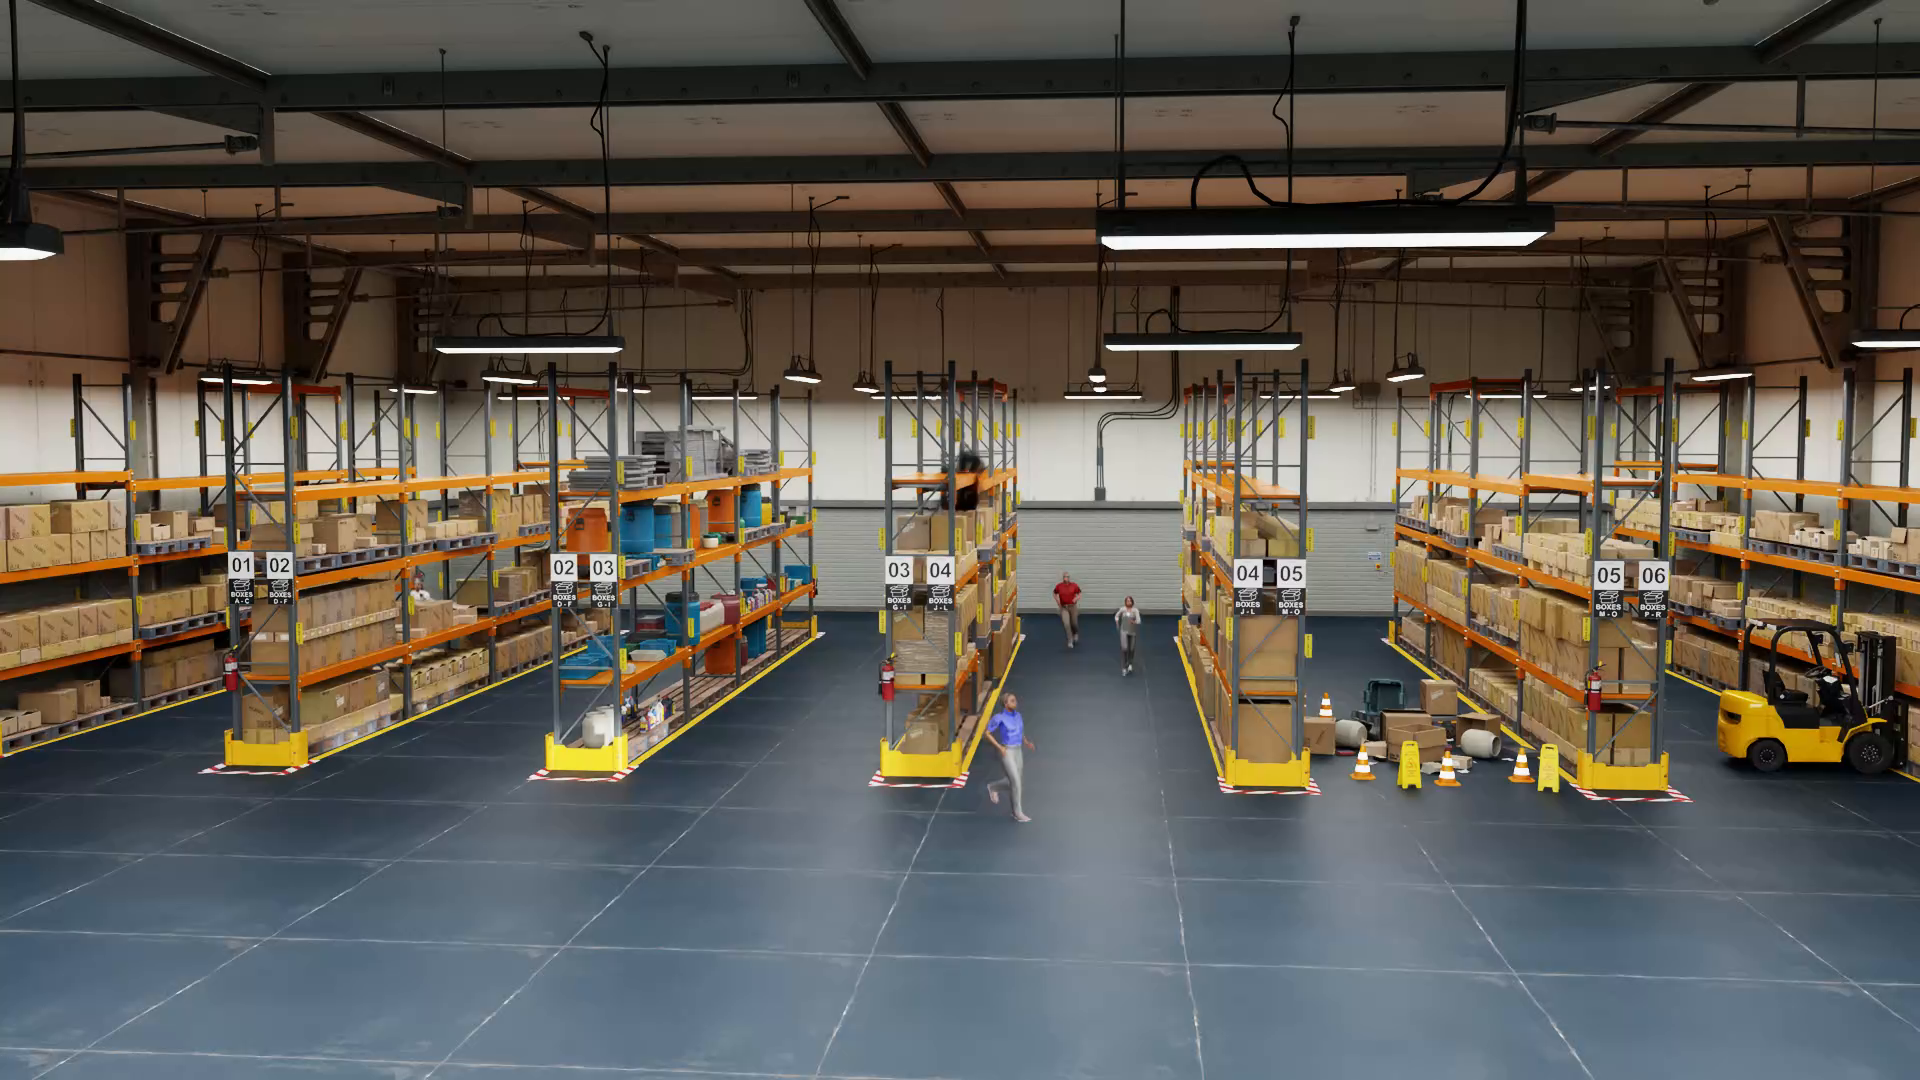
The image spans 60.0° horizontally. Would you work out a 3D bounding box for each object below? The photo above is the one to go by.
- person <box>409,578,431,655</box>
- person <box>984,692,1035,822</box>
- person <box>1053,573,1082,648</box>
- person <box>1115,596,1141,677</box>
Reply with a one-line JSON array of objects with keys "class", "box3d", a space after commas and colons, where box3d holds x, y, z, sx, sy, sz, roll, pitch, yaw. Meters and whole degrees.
[{"class": "person", "box3d": [-12.084, 1.697, 37.098, 0.600, 1.709, 0.873, 0, 4, -6]}, {"class": "person", "box3d": [0.605, 2.788, 21.500, 0.792, 1.648, 0.578, 4, 5, 43]}, {"class": "person", "box3d": [2.502, 1.618, 38.661, 0.670, 1.732, 0.864, 0, 4, 3]}, {"class": "person", "box3d": [3.446, 1.961, 34.088, 0.505, 1.646, 0.715, 0, 4, 1]}]
